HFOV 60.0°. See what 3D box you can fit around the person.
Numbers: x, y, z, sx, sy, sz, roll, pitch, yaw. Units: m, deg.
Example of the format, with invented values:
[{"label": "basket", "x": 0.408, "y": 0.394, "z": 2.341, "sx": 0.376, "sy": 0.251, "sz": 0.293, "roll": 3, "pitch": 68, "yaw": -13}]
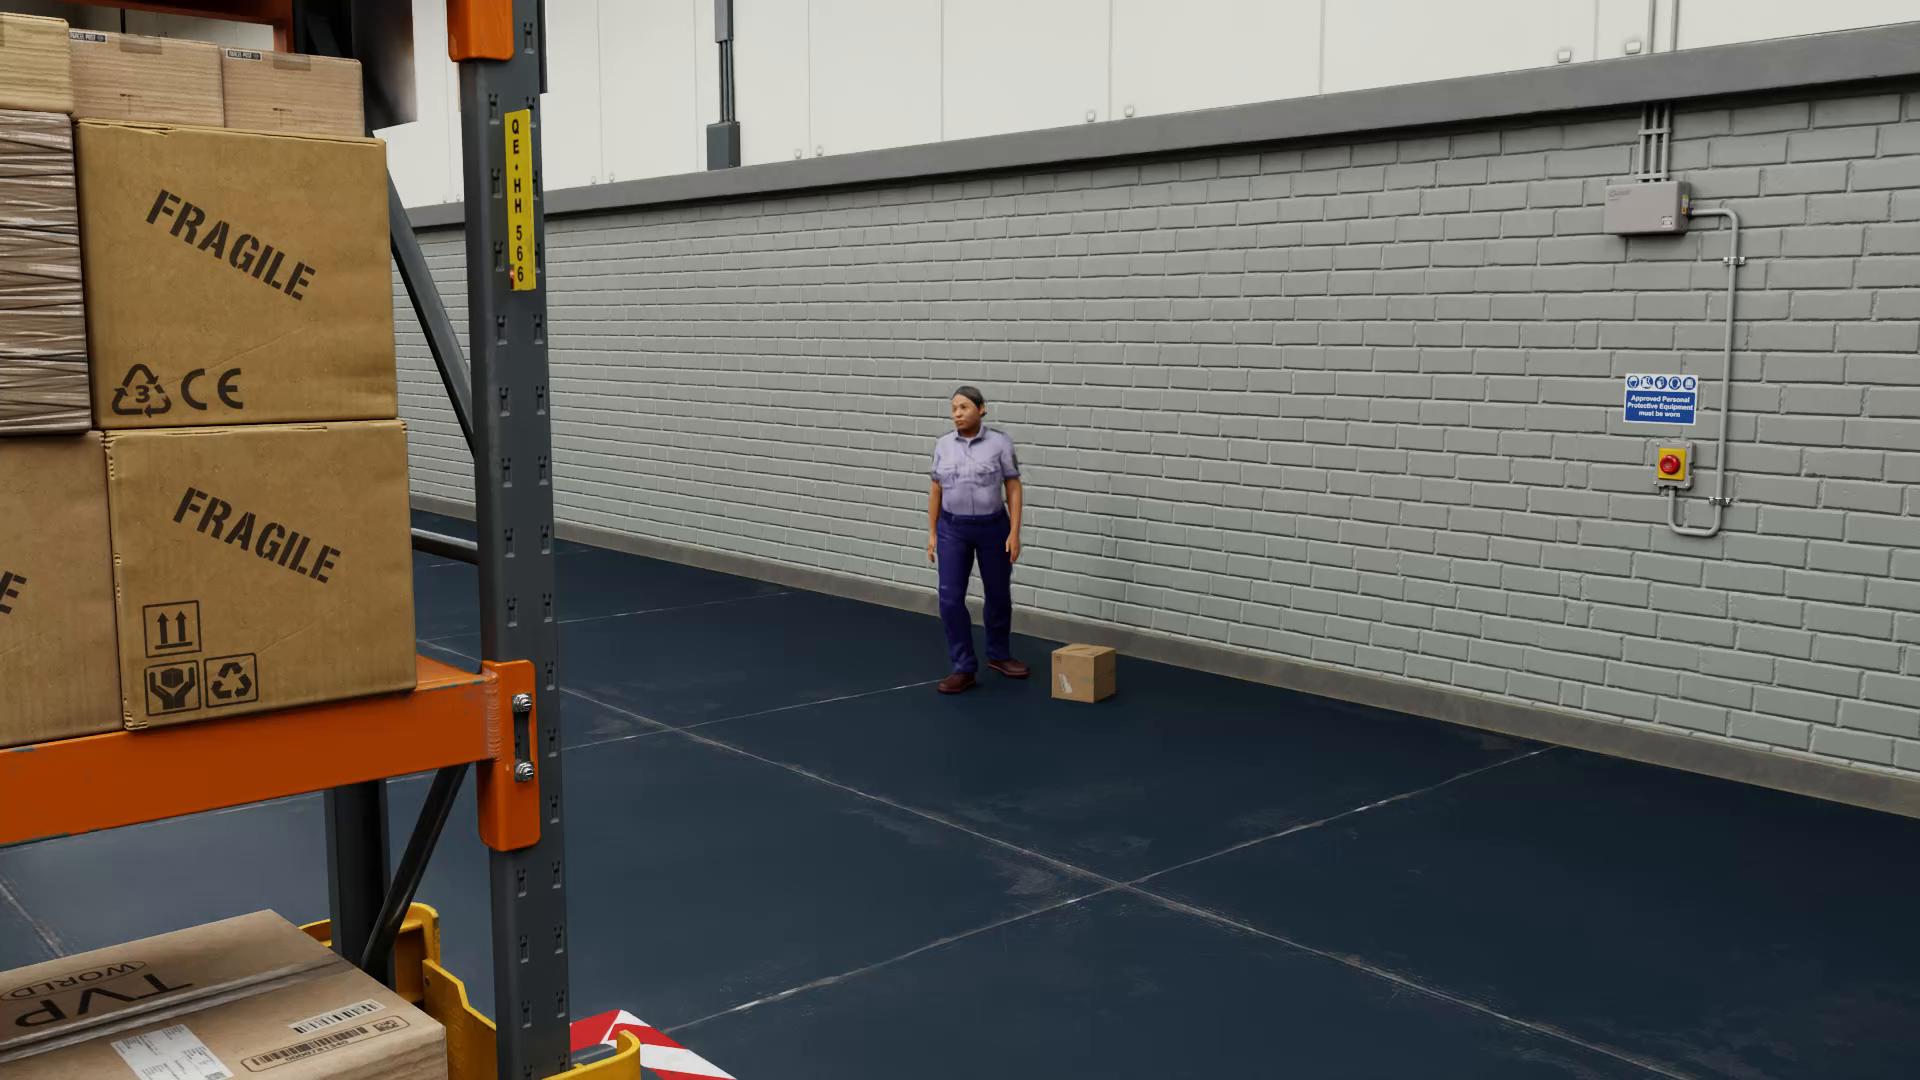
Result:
[{"label": "person", "x": 0.096, "y": -0.021, "z": 9.042, "sx": 0.554, "sy": 1.636, "sz": 0.598, "roll": 1, "pitch": 8, "yaw": 10}]
